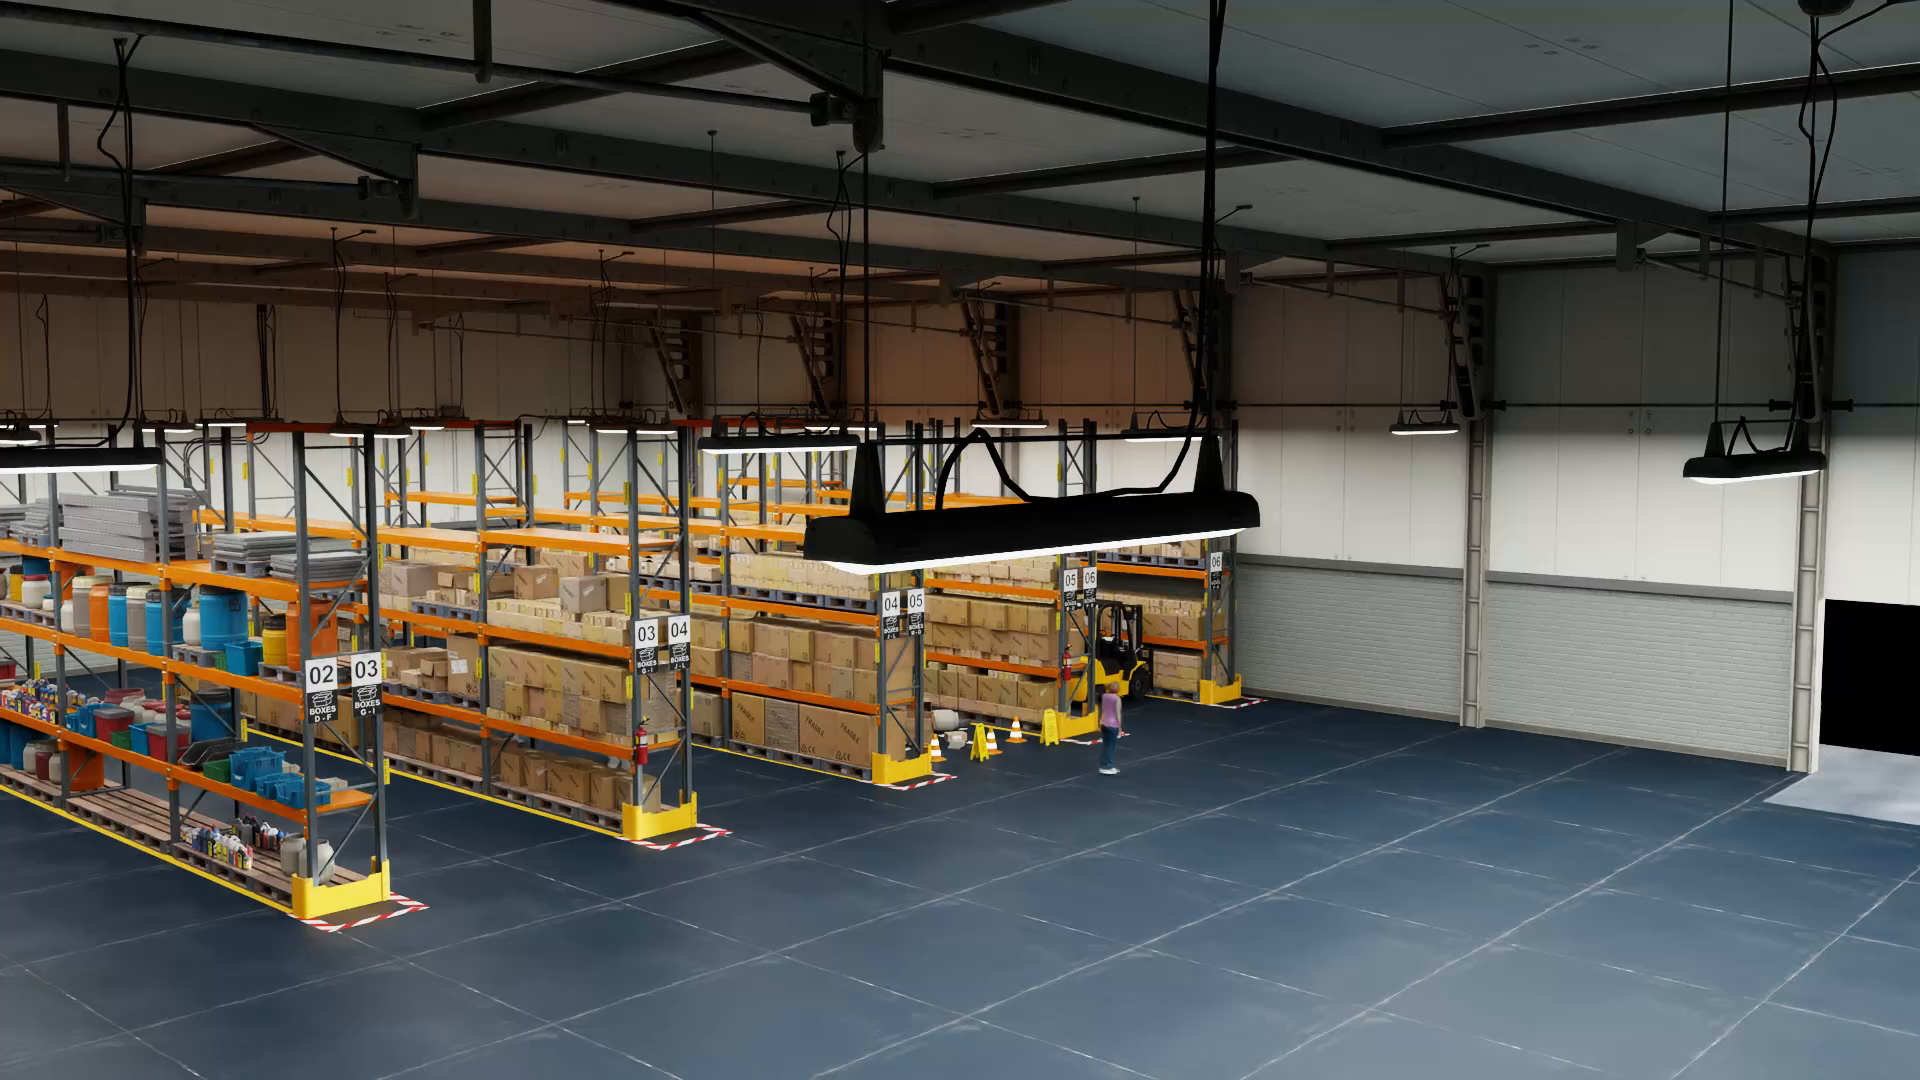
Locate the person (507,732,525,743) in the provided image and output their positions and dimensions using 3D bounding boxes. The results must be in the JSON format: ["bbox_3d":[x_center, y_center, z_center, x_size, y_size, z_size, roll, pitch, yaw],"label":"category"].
[{"bbox_3d":[-8.351,2.929,31.120,0.609,1.802,0.668,-1,5,-15],"label":"person"}]

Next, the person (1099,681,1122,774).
[{"bbox_3d":[2.580,3.224,28.482,0.347,1.565,0.443,-4,6,-43],"label":"person"}]

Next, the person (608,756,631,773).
[{"bbox_3d":[-5.661,3.219,27.959,0.597,1.662,0.492,-2,5,-23],"label":"person"}]
